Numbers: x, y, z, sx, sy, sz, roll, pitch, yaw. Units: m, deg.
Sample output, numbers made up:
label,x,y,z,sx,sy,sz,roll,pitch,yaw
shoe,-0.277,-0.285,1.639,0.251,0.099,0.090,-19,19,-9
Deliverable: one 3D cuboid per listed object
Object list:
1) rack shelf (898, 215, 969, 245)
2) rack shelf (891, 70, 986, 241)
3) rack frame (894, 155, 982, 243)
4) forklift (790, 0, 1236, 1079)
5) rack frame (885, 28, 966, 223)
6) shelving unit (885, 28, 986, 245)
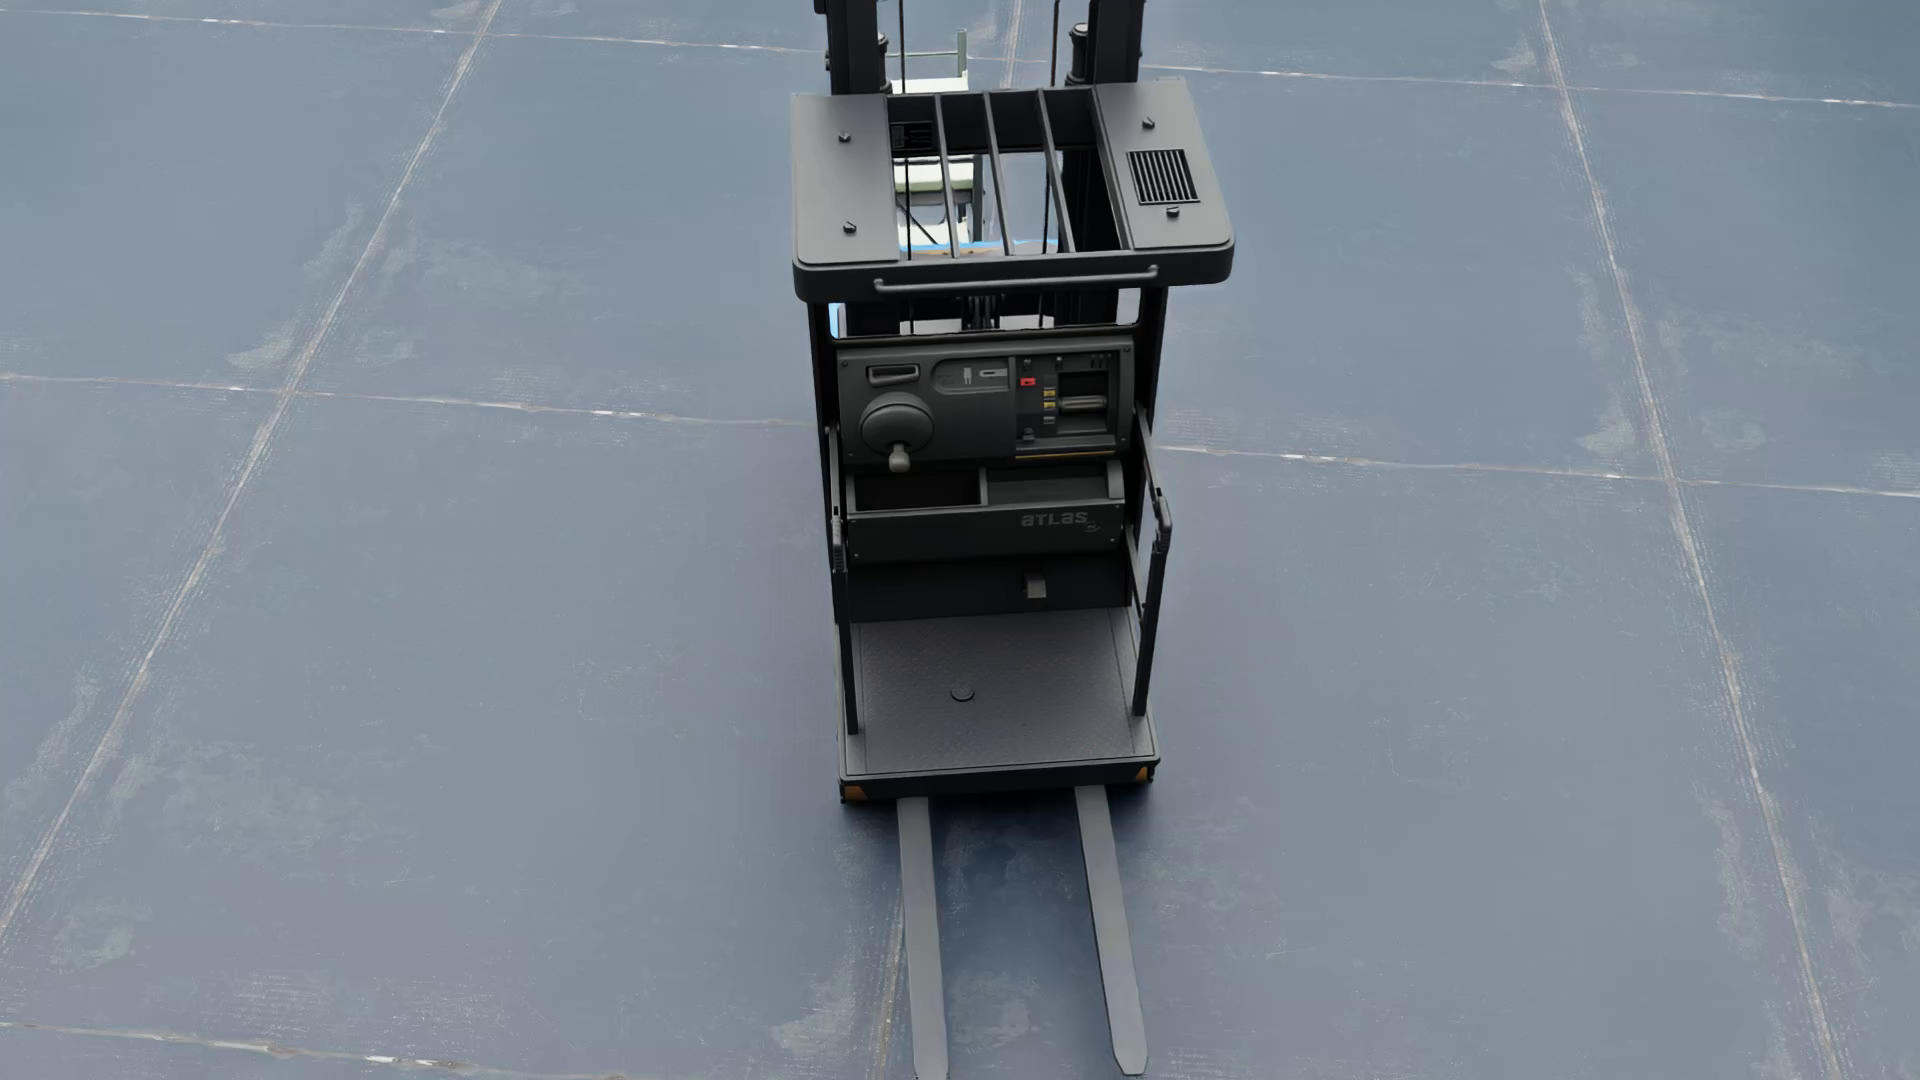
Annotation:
label,x,y,z,sx,sy,sz,roll,pitch,yaw
rack shelf,-0.146,-1.016,7.131,0.431,0.370,0.720,-3,48,-3
rack shelf,-0.146,-1.499,6.602,0.431,0.370,0.720,-3,48,-3
rack frame,-0.117,-0.967,6.644,0.400,1.500,0.023,-3,48,-3
forklift,0.103,-0.325,5.087,1.130,2.935,3.031,-3,48,-3
rack frame,-0.175,-1.505,7.136,0.400,1.500,0.023,-3,48,-3
shelving unit,-0.146,-1.236,6.890,0.431,1.500,0.755,-3,48,-3
